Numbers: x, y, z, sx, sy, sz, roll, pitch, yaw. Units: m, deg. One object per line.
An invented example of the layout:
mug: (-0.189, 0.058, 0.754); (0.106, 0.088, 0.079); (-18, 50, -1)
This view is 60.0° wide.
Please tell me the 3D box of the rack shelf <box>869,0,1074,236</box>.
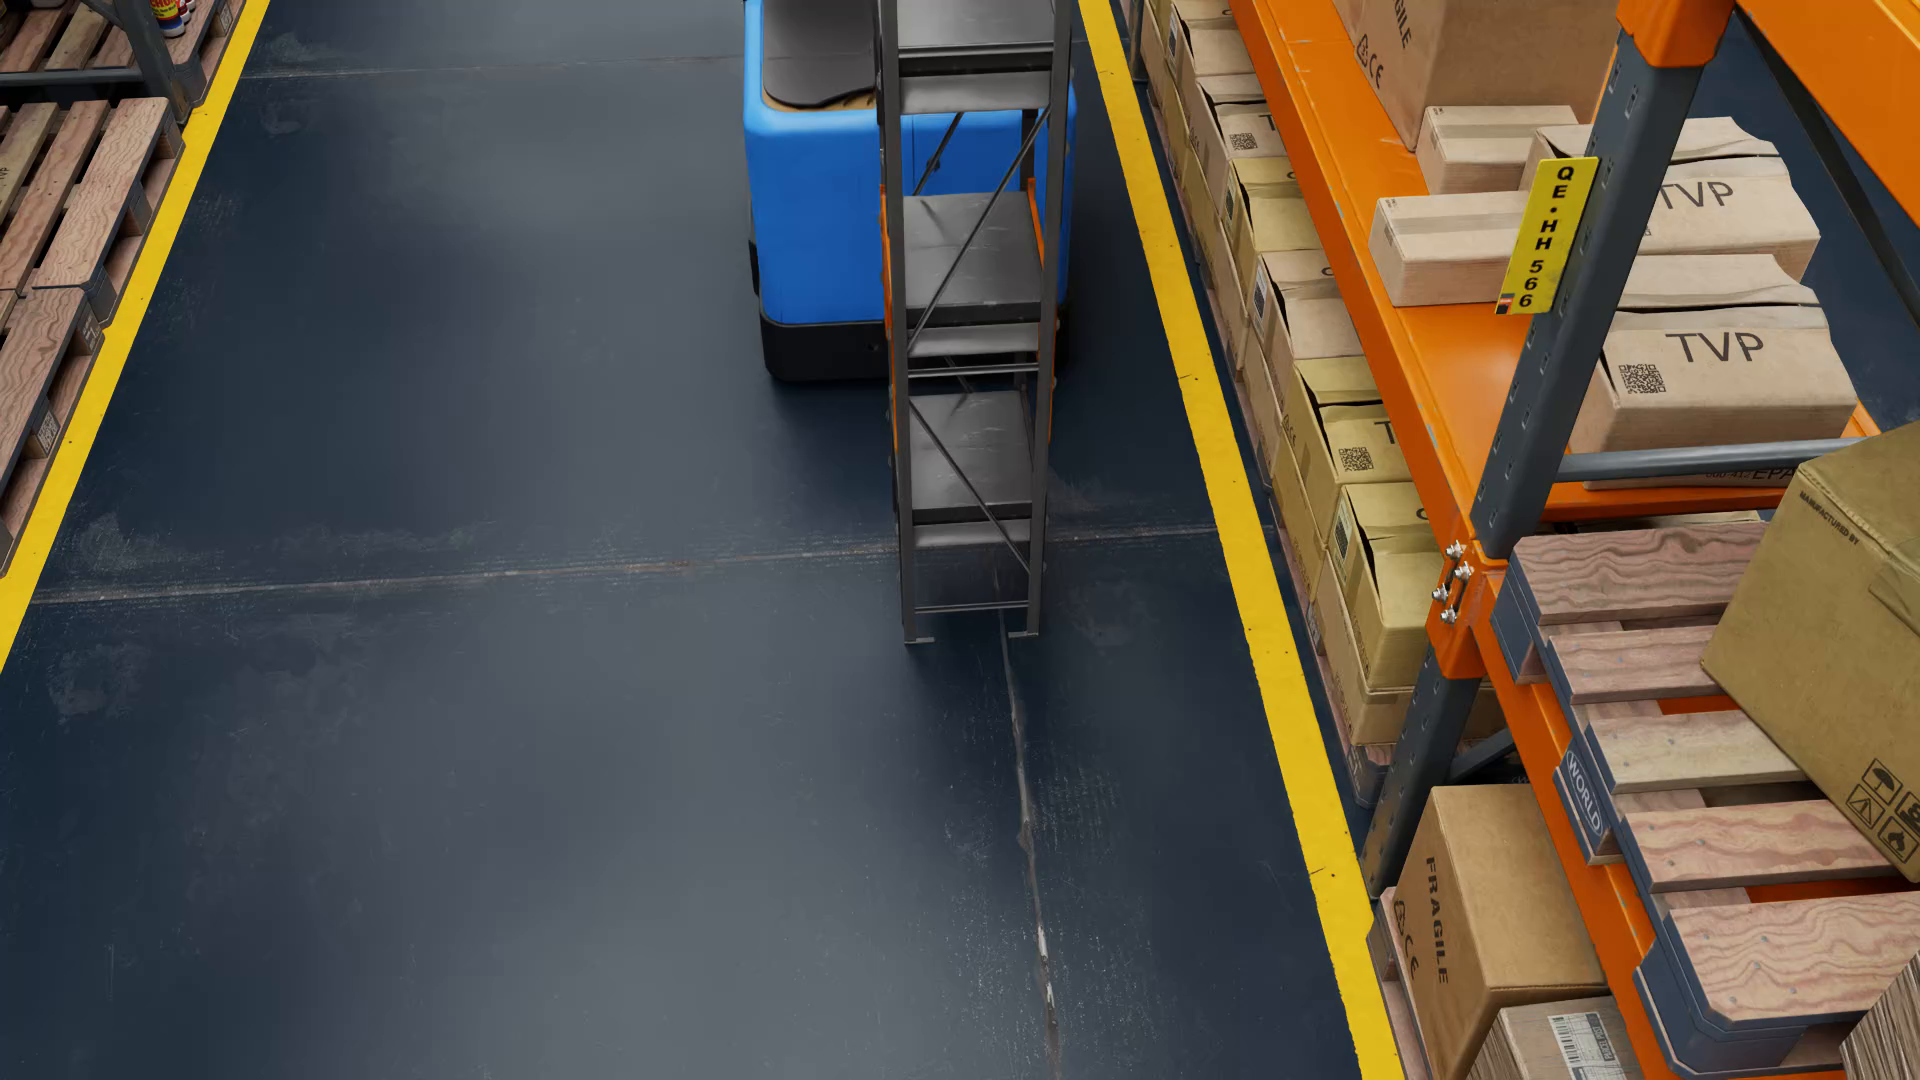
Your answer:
rack shelf: (0.014, -1.074, 3.876); (0.431, 0.518, 0.480); (-3, 47, -3)

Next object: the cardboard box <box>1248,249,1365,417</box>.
cardboard box: (1.187, -0.656, 5.024); (0.500, 0.311, 0.500); (-4, 47, -4)

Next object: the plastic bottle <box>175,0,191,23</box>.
plastic bottle: (-3.304, -2.275, 6.963); (0.097, 0.201, 0.097); (0, 47, 0)

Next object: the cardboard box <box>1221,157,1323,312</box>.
cardboard box: (1.147, -1.019, 5.367); (0.500, 0.311, 0.500); (-2, 47, -2)

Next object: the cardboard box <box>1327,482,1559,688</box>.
cardboard box: (1.276, 0.085, 4.322); (0.500, 0.311, 0.500); (-2, 47, -2)

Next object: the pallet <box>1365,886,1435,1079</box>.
pallet: (1.590, 1.342, 3.834); (1.003, 0.211, 1.213); (-3, 47, -3)

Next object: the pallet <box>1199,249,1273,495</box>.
pallet: (1.437, -0.679, 5.748); (1.003, 0.211, 1.213); (-3, 47, -3)

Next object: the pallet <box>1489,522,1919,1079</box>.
pallet: (1.692, 0.393, 2.944); (1.213, 0.211, 1.003); (-3, 47, -3)

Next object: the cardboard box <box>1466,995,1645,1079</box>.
cardboard box: (1.368, 1.274, 3.396); (0.500, 0.500, 0.500); (-5, 47, -5)

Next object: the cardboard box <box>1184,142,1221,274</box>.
cardboard box: (1.105, -1.201, 5.926); (0.500, 0.250, 0.500); (-5, 47, -5)

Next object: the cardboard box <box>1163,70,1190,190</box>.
cardboard box: (1.059, -1.575, 6.281); (0.500, 0.250, 0.500); (-2, 47, -2)

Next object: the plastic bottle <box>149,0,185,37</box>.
plastic bottle: (-3.295, -2.225, 6.868); (0.097, 0.271, 0.097); (0, 47, 0)

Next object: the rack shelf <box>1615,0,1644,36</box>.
rack shelf: (1.398, -2.390, 3.877); (1.077, 0.370, 4.000); (-3, 47, -3)

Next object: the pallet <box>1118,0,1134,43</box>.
pallet: (1.206, -2.672, 7.635); (1.003, 0.211, 1.213); (-3, 47, -3)

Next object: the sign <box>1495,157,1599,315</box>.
sign: (1.013, -0.521, 2.880); (0.100, 0.325, 0.005); (-3, 47, -3)

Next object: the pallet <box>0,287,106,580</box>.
pallet: (-3.496, -0.345, 5.432); (1.003, 0.211, 1.213); (-3, 47, -3)

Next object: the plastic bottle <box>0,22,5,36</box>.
plastic bottle: (-4.046, -2.187, 6.880); (0.097, 0.201, 0.097); (0, 47, 0)

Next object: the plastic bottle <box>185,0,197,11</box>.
plastic bottle: (-3.312, -2.348, 7.032); (0.097, 0.201, 0.097); (0, 47, 0)

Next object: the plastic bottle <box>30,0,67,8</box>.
plastic bottle: (-3.903, -2.452, 7.028); (0.144, 0.351, 0.185); (-3, 47, -3)

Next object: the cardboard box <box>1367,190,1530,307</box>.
cardboard box: (1.215, -0.707, 4.026); (0.380, 0.149, 0.250); (-3, 47, -3)

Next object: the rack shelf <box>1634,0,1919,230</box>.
rack shelf: (1.733, 0.504, 1.136); (1.077, 0.370, 4.000); (-3, 47, -3)

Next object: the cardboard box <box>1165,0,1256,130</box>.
cardboard box: (1.054, -1.768, 6.077); (0.500, 0.311, 0.500); (-4, 47, -4)

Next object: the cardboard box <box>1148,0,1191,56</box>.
cardboard box: (1.017, -2.131, 6.420); (0.500, 0.311, 0.500); (-3, 47, -3)

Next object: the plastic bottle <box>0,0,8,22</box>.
plastic bottle: (-4.075, -2.300, 6.930); (0.061, 0.283, 0.133); (-1, 47, -1)

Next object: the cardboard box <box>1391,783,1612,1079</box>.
cardboard box: (1.319, 0.896, 3.754); (0.500, 0.500, 0.500); (-2, 47, -2)

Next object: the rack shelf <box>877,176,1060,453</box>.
rack shelf: (0.014, -0.593, 4.384); (0.431, 0.518, 0.480); (-3, 47, -3)

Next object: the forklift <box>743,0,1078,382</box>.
forklift: (-0.260, -2.618, 5.711); (1.130, 2.935, 3.031); (-3, 47, -3)

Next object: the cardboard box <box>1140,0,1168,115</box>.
cardboard box: (1.018, -1.945, 6.631); (0.500, 0.250, 0.500); (-5, 47, -4)

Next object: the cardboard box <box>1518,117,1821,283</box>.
cardboard box: (1.684, -0.787, 3.991); (0.500, 0.311, 0.500); (-4, 47, -4)

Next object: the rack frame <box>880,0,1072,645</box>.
rack frame: (0.034, -0.426, 4.207); (0.400, 2.100, 0.015); (-3, 47, -3)

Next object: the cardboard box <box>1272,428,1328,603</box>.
cardboard box: (1.232, -0.097, 4.880); (0.500, 0.250, 0.500); (-4, 47, -4)

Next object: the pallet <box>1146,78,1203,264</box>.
pallet: (1.331, -1.564, 6.585); (1.003, 0.211, 1.213); (-3, 47, -3)

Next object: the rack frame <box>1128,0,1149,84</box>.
rack frame: (1.231, -3.053, 6.076); (1.000, 3.000, 0.127); (-3, 47, -3)

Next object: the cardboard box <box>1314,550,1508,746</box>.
cardboard box: (1.279, 0.276, 4.527); (0.500, 0.250, 0.500); (-2, 47, -2)

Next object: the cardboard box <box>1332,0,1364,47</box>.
cardboard box: (1.365, -1.787, 4.808); (0.500, 0.500, 0.500); (-3, 47, -3)

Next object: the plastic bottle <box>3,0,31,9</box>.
plastic bottle: (-4.047, -2.444, 7.020); (0.144, 0.351, 0.185); (-5, 47, -4)

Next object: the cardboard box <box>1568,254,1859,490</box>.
cardboard box: (1.579, -0.394, 3.619); (0.500, 0.311, 0.500); (-1, 47, -1)

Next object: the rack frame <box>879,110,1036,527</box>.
rack frame: (-0.007, -0.779, 4.541); (0.400, 2.100, 0.015); (-3, 47, -3)

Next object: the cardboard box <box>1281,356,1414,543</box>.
cardboard box: (1.226, -0.291, 4.678); (0.500, 0.311, 0.500); (-4, 47, -4)

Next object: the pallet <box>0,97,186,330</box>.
pallet: (-3.601, -1.230, 6.270); (1.003, 0.211, 1.213); (-3, 47, -3)

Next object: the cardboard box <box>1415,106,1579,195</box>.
cardboard box: (1.403, -0.992, 4.297); (0.380, 0.149, 0.250); (0, 47, 0)

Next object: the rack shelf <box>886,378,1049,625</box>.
rack shelf: (0.014, -0.112, 4.892); (0.431, 0.518, 0.480); (-3, 47, -3)

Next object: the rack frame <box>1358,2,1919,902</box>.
rack frame: (1.566, -0.159, 3.335); (1.000, 3.000, 0.127); (-3, 47, -3)

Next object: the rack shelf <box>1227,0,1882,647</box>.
rack shelf: (1.398, -1.359, 4.966); (1.077, 0.370, 4.000); (-3, 47, -3)

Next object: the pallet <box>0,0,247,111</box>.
pallet: (-3.720, -2.284, 7.268); (1.003, 0.211, 1.213); (-3, 47, -3)

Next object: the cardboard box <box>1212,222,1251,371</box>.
cardboard box: (1.147, -0.833, 5.577); (0.500, 0.250, 0.500); (-3, 47, -3)

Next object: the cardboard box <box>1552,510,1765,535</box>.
cardboard box: (1.814, 0.052, 4.353); (0.500, 0.311, 0.500); (-2, 47, -2)

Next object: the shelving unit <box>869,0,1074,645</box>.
shelving unit: (0.014, -0.602, 4.374); (0.431, 2.100, 0.503); (-3, 47, -3)

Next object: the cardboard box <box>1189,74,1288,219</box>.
cardboard box: (1.098, -1.394, 5.723); (0.500, 0.311, 0.500); (-5, 47, -5)

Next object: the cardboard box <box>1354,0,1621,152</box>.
cardboard box: (1.409, -1.407, 4.447); (0.500, 0.500, 0.500); (-6, 47, -5)

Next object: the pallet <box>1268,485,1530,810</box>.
pallet: (1.536, 0.202, 4.914); (1.003, 0.211, 1.213); (-3, 47, -3)

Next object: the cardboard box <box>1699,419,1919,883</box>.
cardboard box: (1.731, 0.111, 2.721); (0.700, 0.500, 0.500); (-18, 49, -16)

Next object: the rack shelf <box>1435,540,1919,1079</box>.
rack shelf: (1.733, 1.535, 2.226); (1.077, 0.370, 4.000); (-3, 47, -3)

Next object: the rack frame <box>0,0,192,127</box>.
rack frame: (-3.706, -2.755, 5.793); (1.000, 3.000, 0.127); (-3, 47, -3)

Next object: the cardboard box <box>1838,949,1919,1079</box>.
cardboard box: (1.617, 0.784, 2.083); (0.700, 0.500, 0.500); (4, 47, 4)

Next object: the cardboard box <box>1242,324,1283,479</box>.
cardboard box: (1.193, -0.461, 5.225); (0.500, 0.250, 0.500); (-3, 47, -2)
